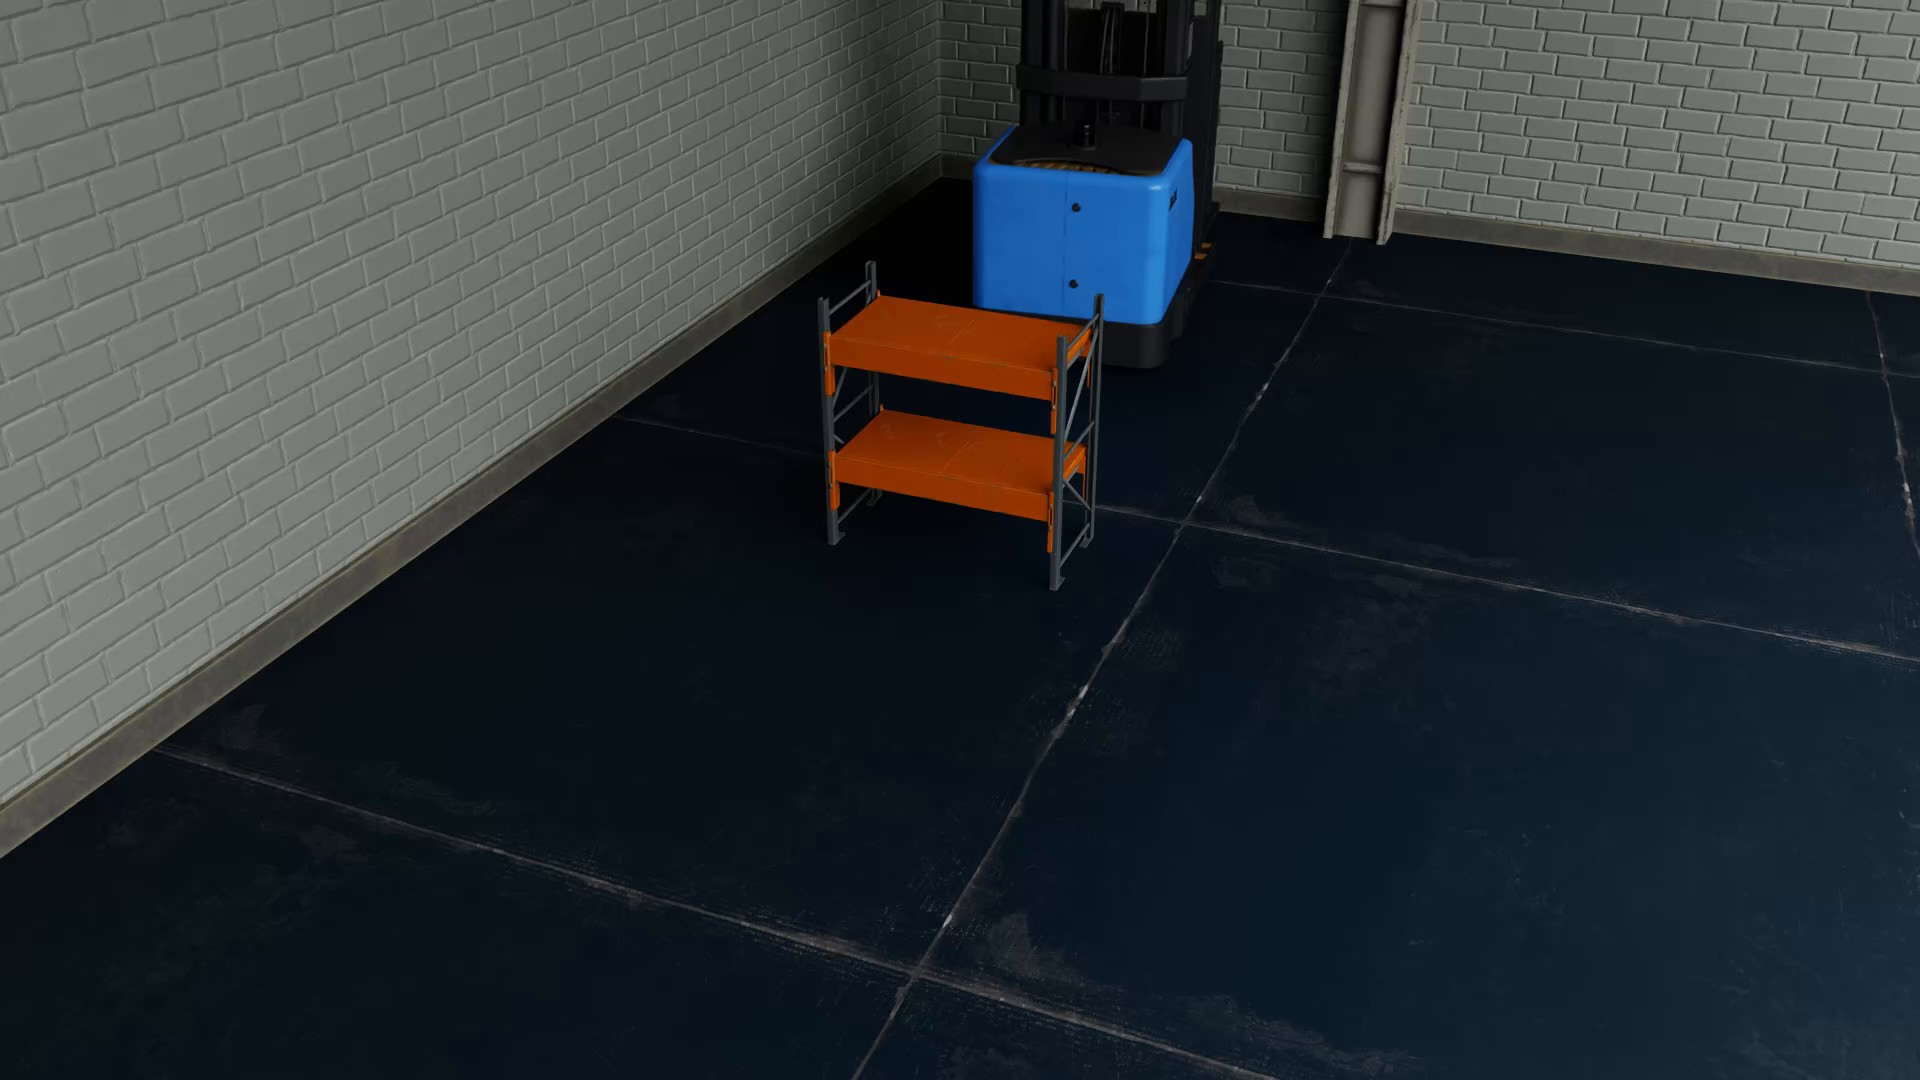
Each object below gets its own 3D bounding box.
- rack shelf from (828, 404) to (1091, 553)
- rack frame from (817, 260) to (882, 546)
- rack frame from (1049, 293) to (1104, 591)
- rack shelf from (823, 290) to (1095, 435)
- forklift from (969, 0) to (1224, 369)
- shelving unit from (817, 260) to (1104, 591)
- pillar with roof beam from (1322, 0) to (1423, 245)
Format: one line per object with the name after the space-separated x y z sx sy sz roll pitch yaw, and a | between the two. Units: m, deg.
0.006 -0.276 7.091 1.000 0.278 0.538 11 31 19 | rack shelf
-0.465 -0.582 7.137 0.032 1.125 0.500 11 31 19 | rack frame
0.477 -0.394 6.805 0.032 1.125 0.500 11 31 19 | rack frame
0.006 -0.743 6.827 1.000 0.278 0.538 11 31 19 | rack shelf
0.942 -2.882 9.370 1.130 2.935 3.031 8 30 14 | forklift
0.006 -0.488 6.971 1.048 1.125 0.538 11 31 19 | shelving unit
0.952 -3.935 5.067 0.400 9.000 9.100 11 31 19 | pillar with roof beam
